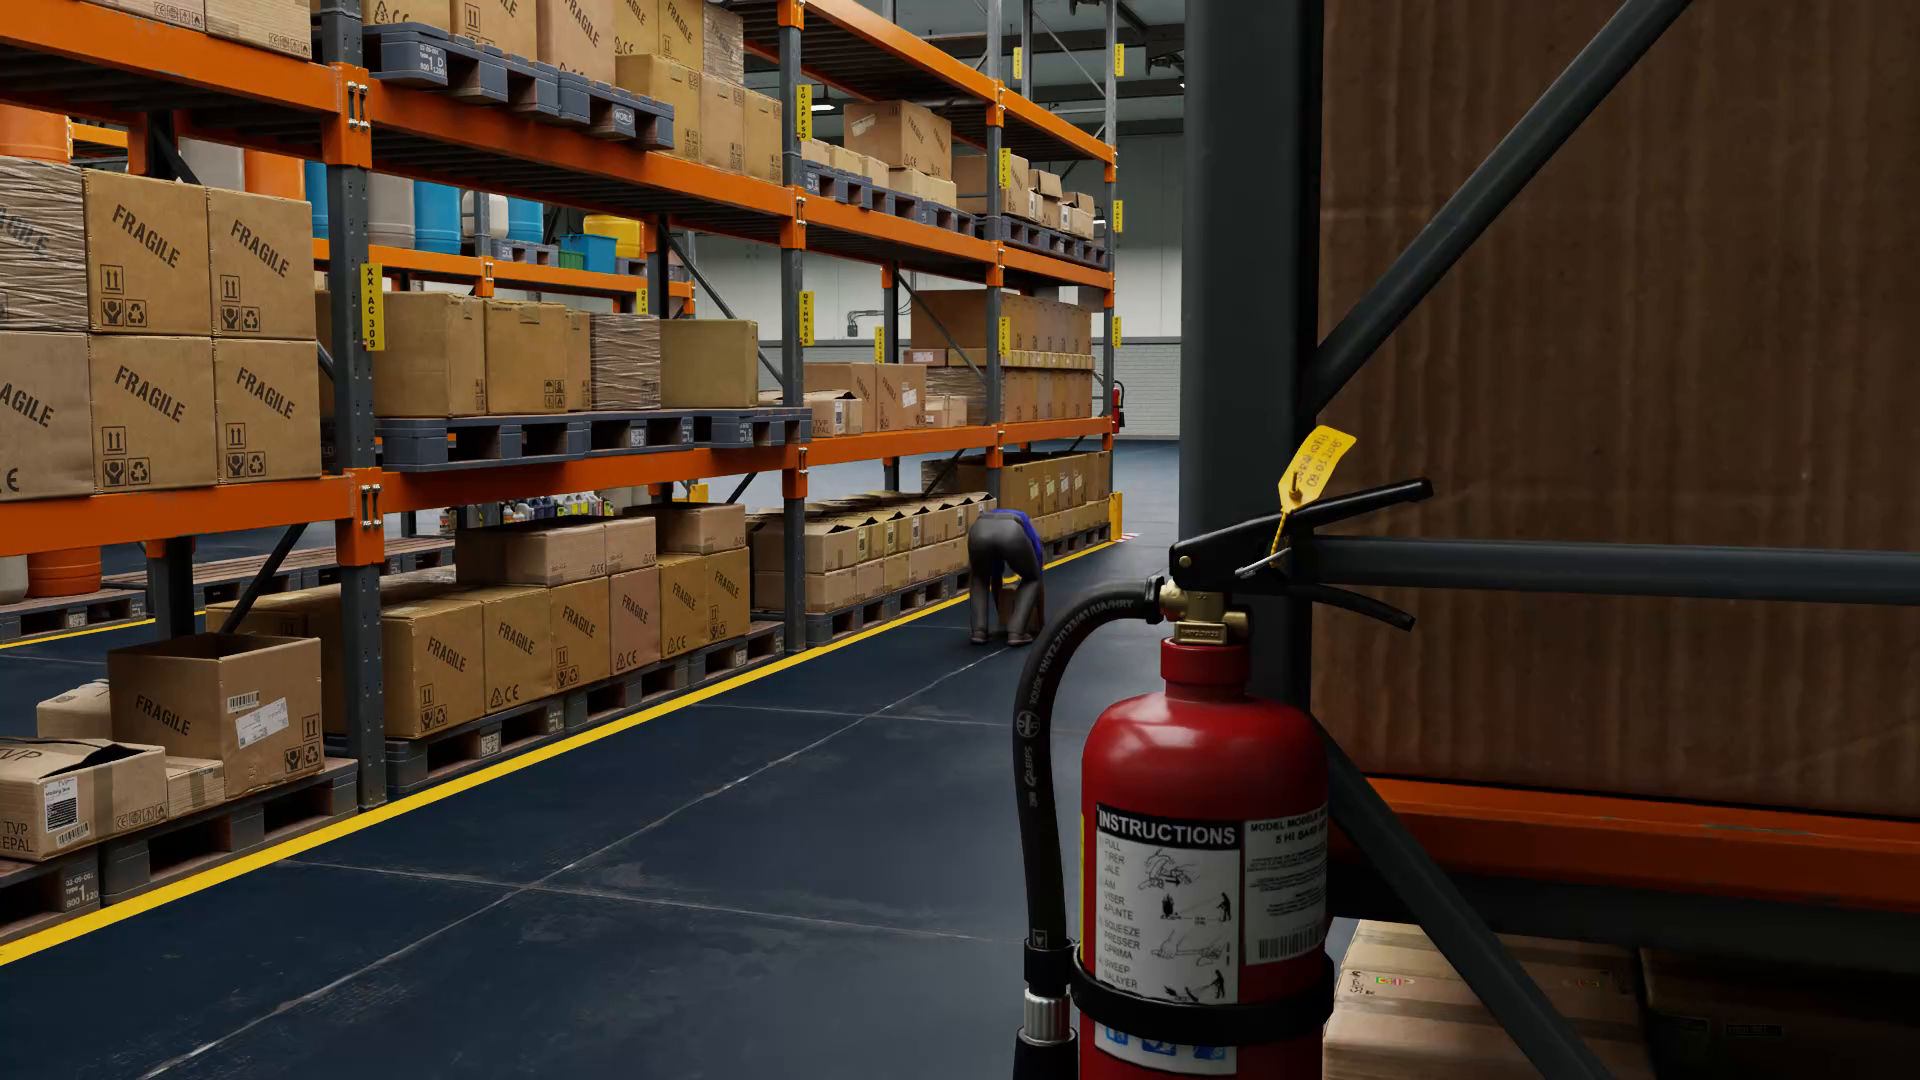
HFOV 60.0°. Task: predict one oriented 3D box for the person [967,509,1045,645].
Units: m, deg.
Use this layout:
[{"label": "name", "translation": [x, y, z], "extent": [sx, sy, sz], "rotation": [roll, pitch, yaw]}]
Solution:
[{"label": "person", "translation": [0.303, 0.217, 10.736], "extent": [0.465, 0.864, 0.866], "rotation": [1, 6, 15]}]
